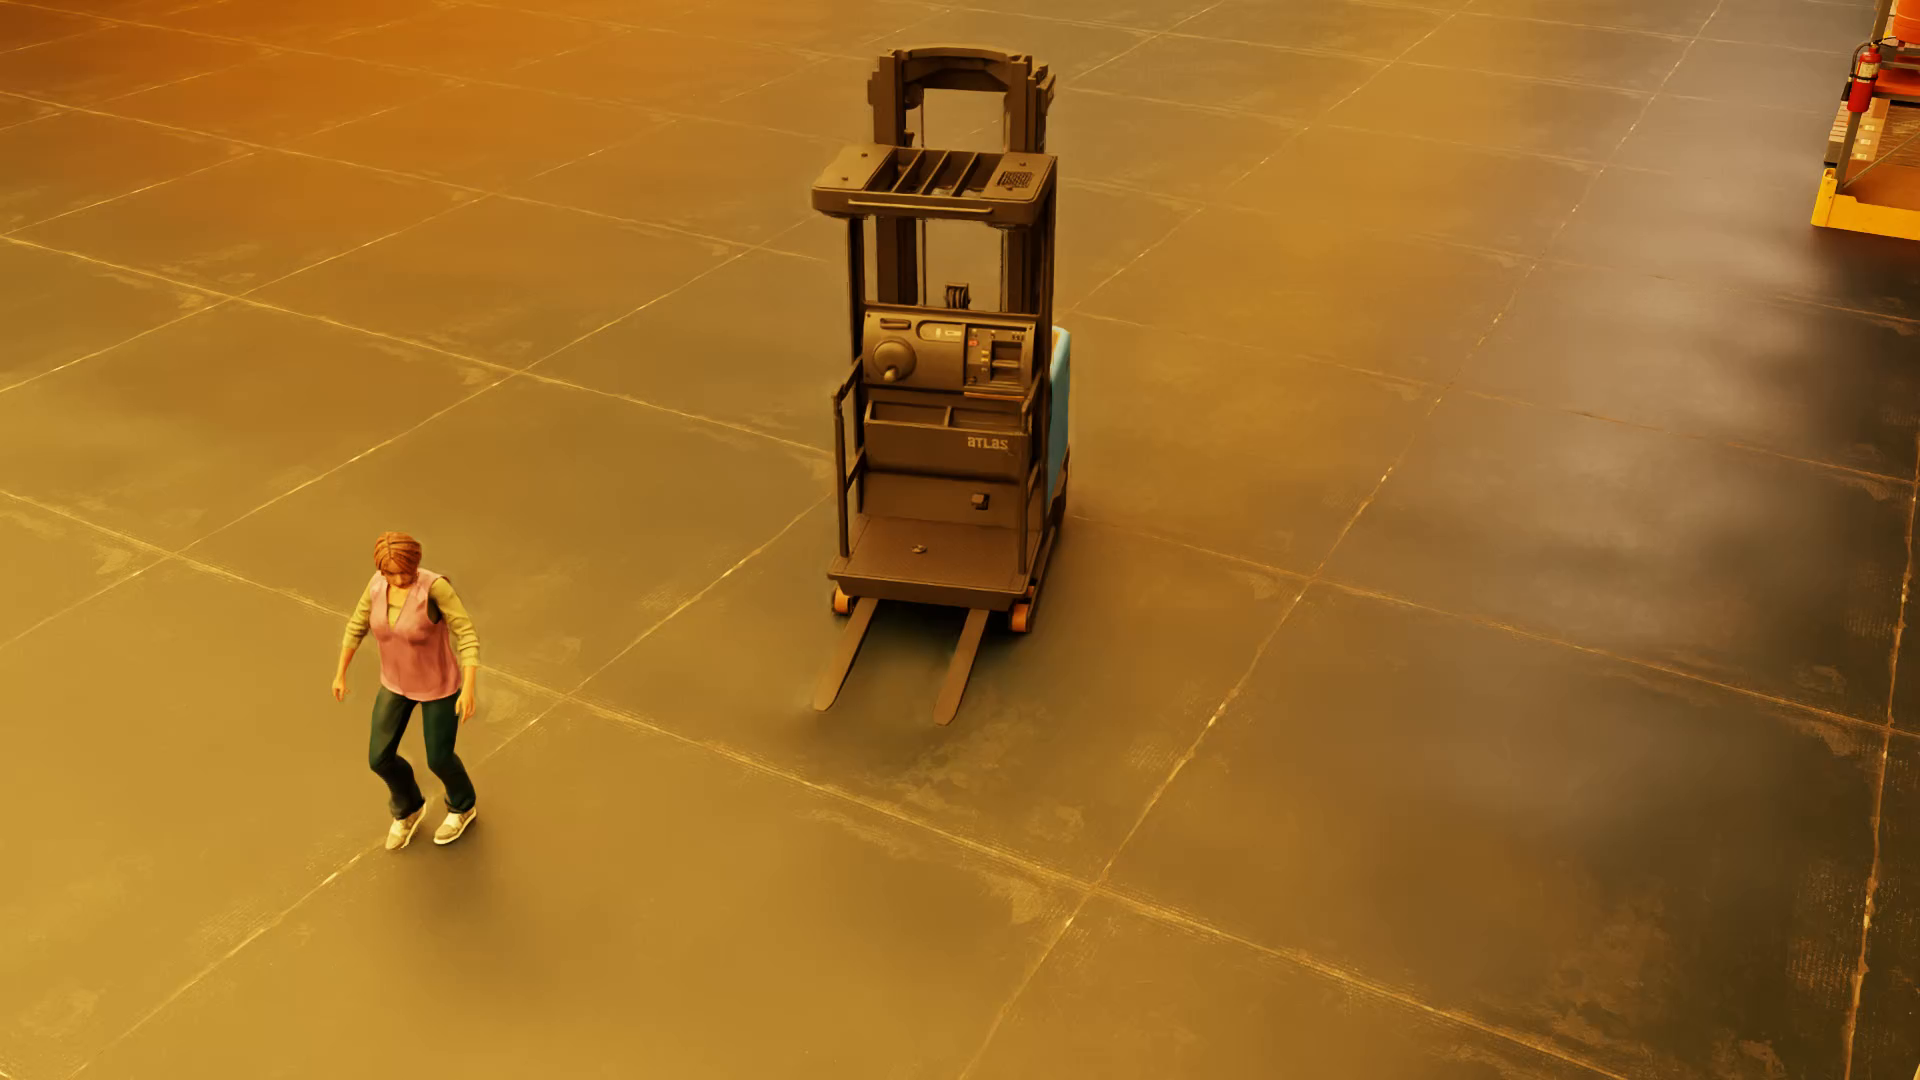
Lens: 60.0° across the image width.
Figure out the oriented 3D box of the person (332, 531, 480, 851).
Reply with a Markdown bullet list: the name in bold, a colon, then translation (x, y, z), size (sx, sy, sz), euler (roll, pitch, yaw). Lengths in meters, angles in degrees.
- **person**: translation (-2.371, 0.691, 7.276), size (0.774, 1.591, 0.422), euler (9, 31, 16)

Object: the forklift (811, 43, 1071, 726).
- **forklift**: translation (-0.100, -0.960, 8.734), size (1.130, 2.935, 3.031), euler (6, 30, 9)
